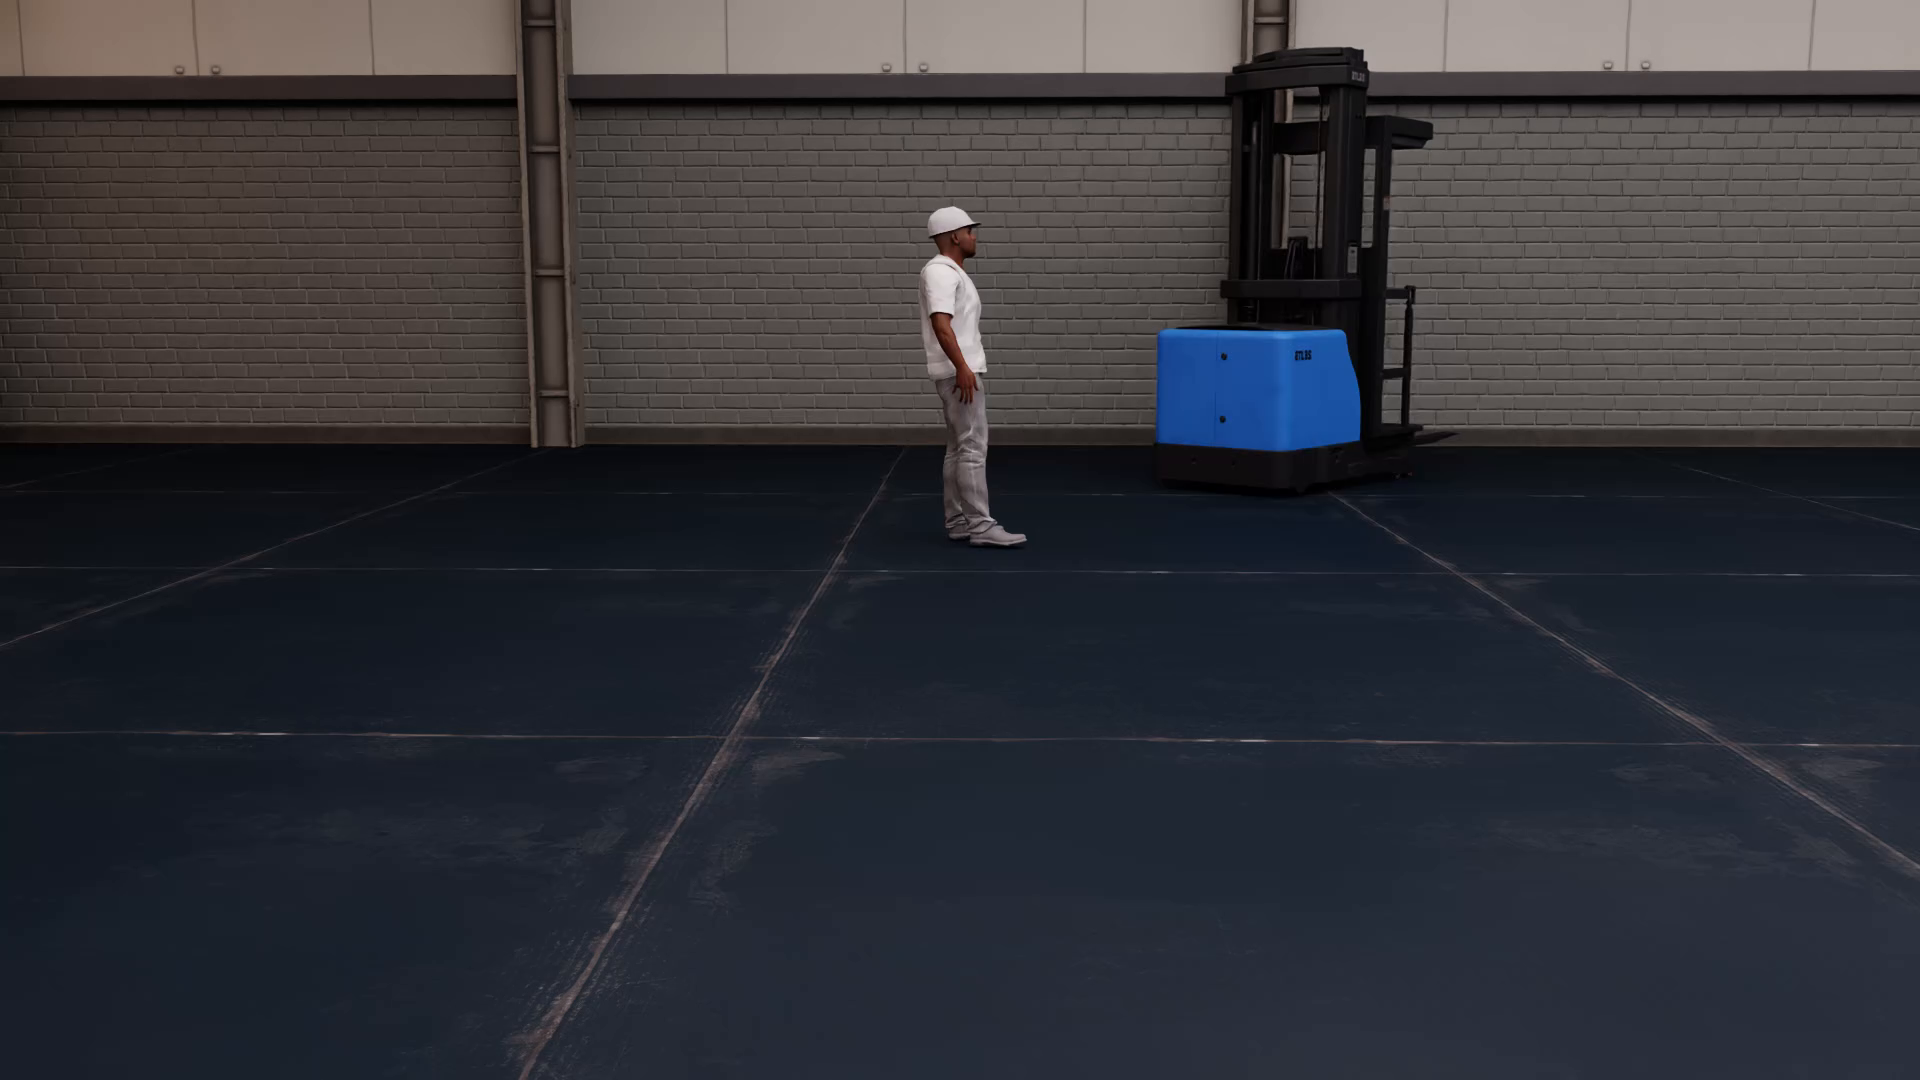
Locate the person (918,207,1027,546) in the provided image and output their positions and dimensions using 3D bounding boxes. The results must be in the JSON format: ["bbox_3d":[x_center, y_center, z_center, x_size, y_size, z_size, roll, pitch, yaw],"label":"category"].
[{"bbox_3d":[0.070,-0.879,8.860,0.575,1.768,0.665,0,9,1],"label":"person"}]

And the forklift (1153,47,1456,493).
[{"bbox_3d":[2.648,-1.925,11.900,1.130,2.935,3.031,7,11,40],"label":"forklift"}]
